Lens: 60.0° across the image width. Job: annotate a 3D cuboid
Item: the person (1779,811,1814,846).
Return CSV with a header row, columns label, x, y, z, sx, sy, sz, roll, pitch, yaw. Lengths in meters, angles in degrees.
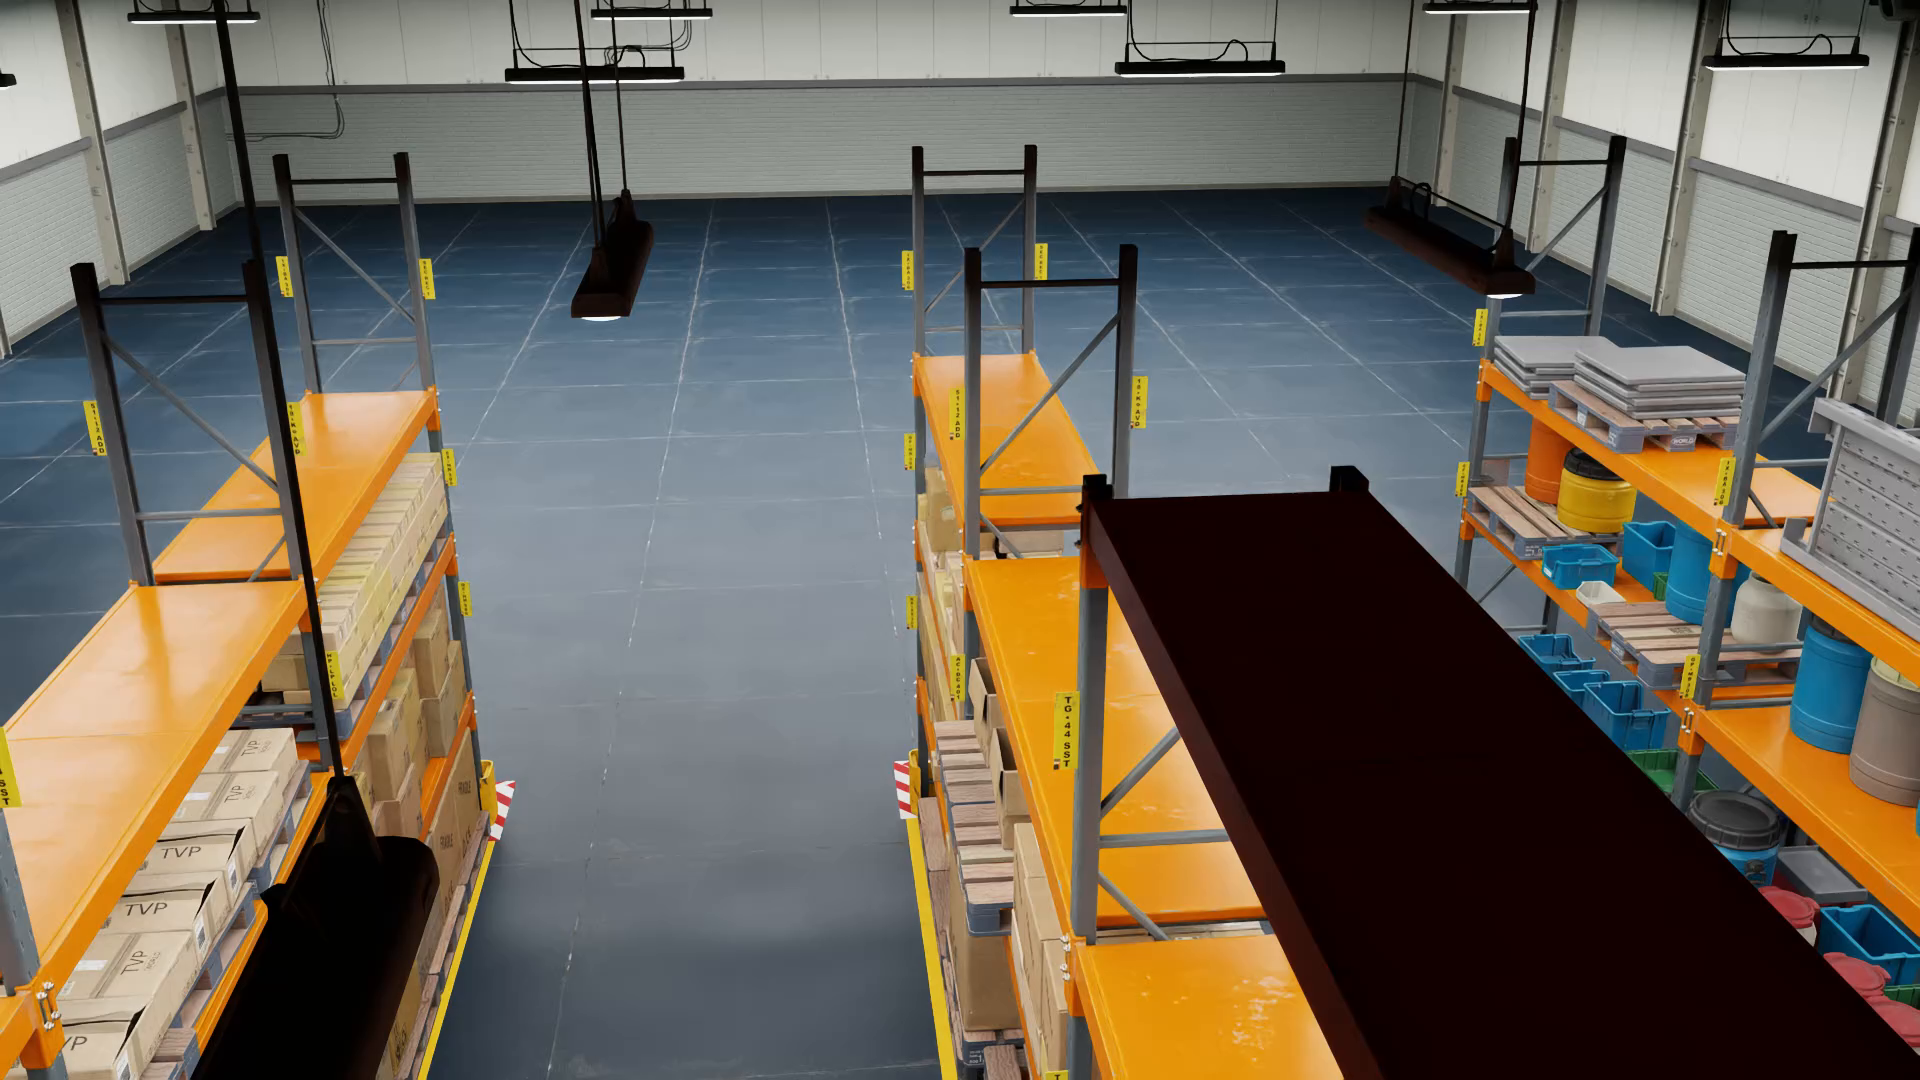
label,x,y,z,sx,sy,sz,roll,pitch,yaw
person,7.471,1.959,14.458,0.546,1.637,0.462,1,22,3
